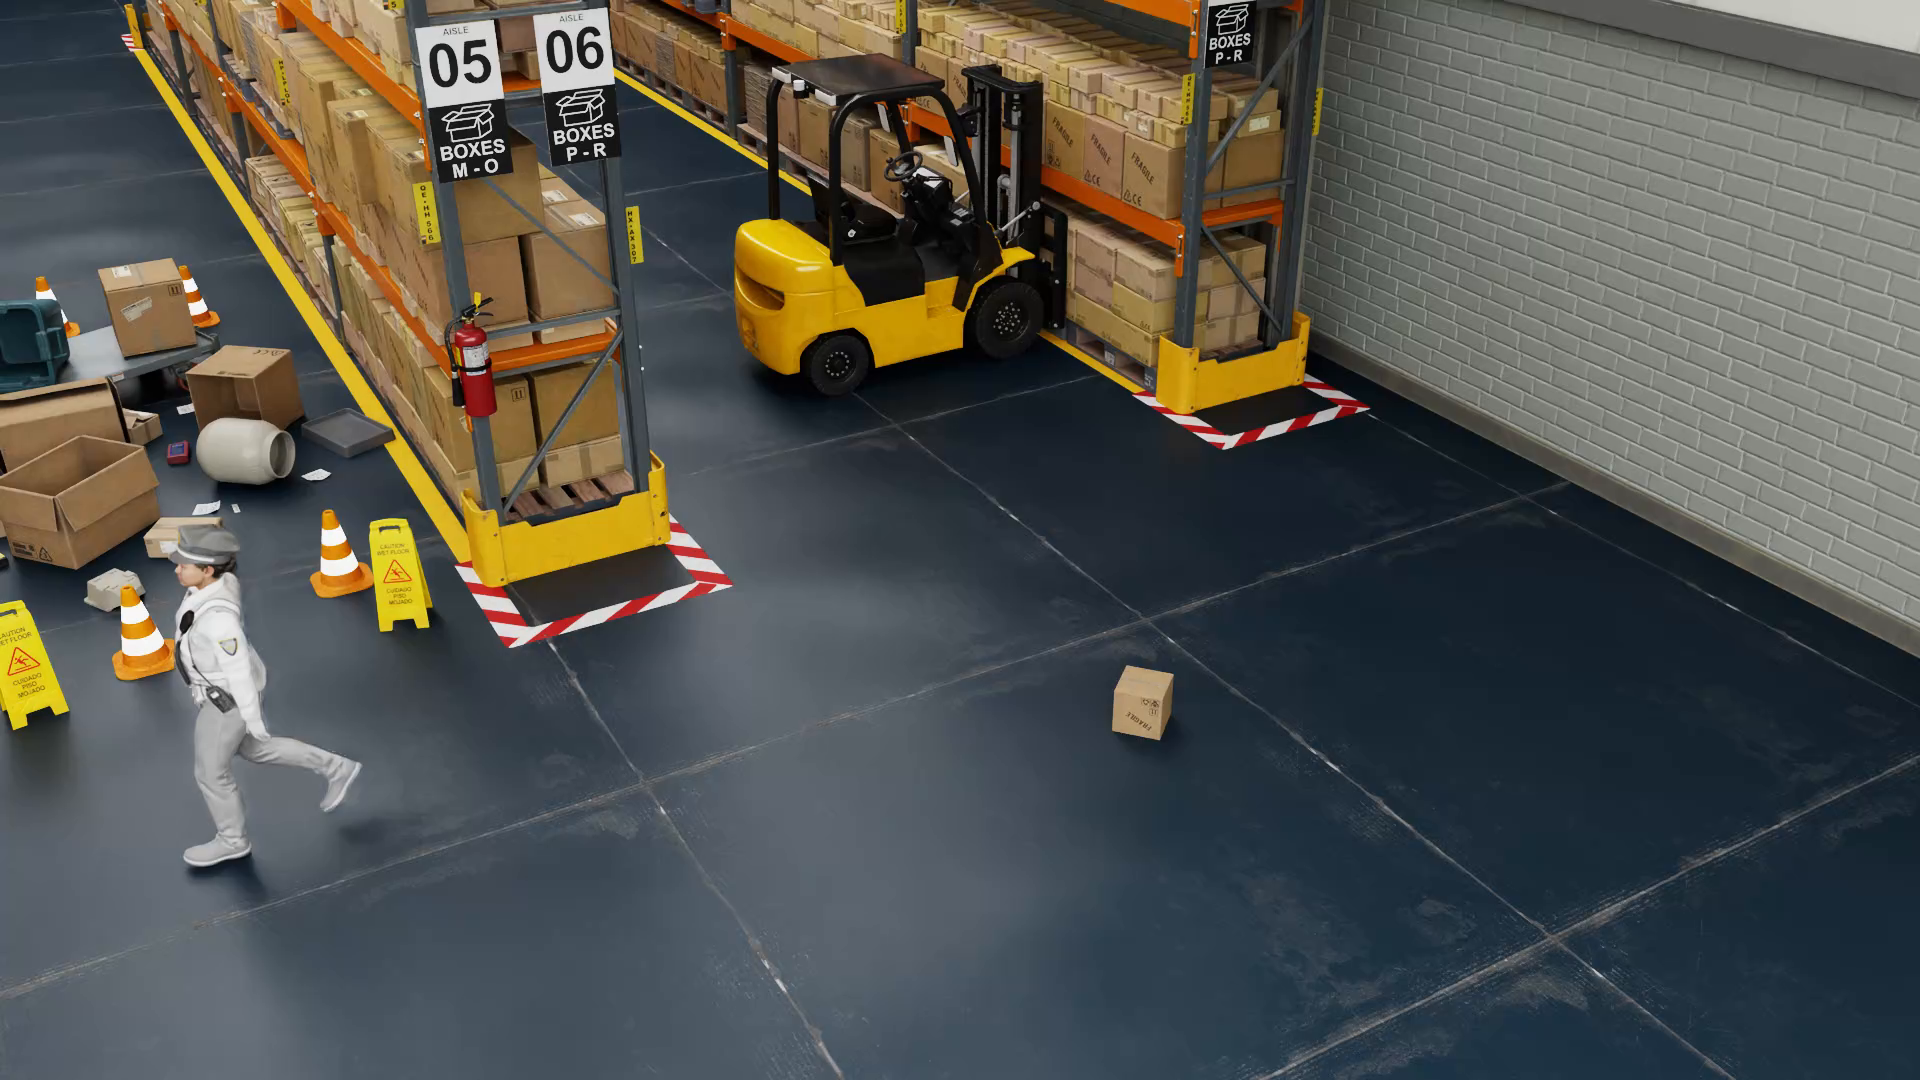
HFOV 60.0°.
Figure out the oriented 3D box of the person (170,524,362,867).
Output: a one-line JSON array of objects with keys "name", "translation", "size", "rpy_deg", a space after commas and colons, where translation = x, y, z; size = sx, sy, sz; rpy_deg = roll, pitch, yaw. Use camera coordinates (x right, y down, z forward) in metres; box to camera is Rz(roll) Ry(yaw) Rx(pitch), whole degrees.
[{"name": "person", "translation": [-3.163, 0.657, 7.330], "size": [0.814, 1.660, 0.475], "rpy_deg": [-9, 30, -16]}]
